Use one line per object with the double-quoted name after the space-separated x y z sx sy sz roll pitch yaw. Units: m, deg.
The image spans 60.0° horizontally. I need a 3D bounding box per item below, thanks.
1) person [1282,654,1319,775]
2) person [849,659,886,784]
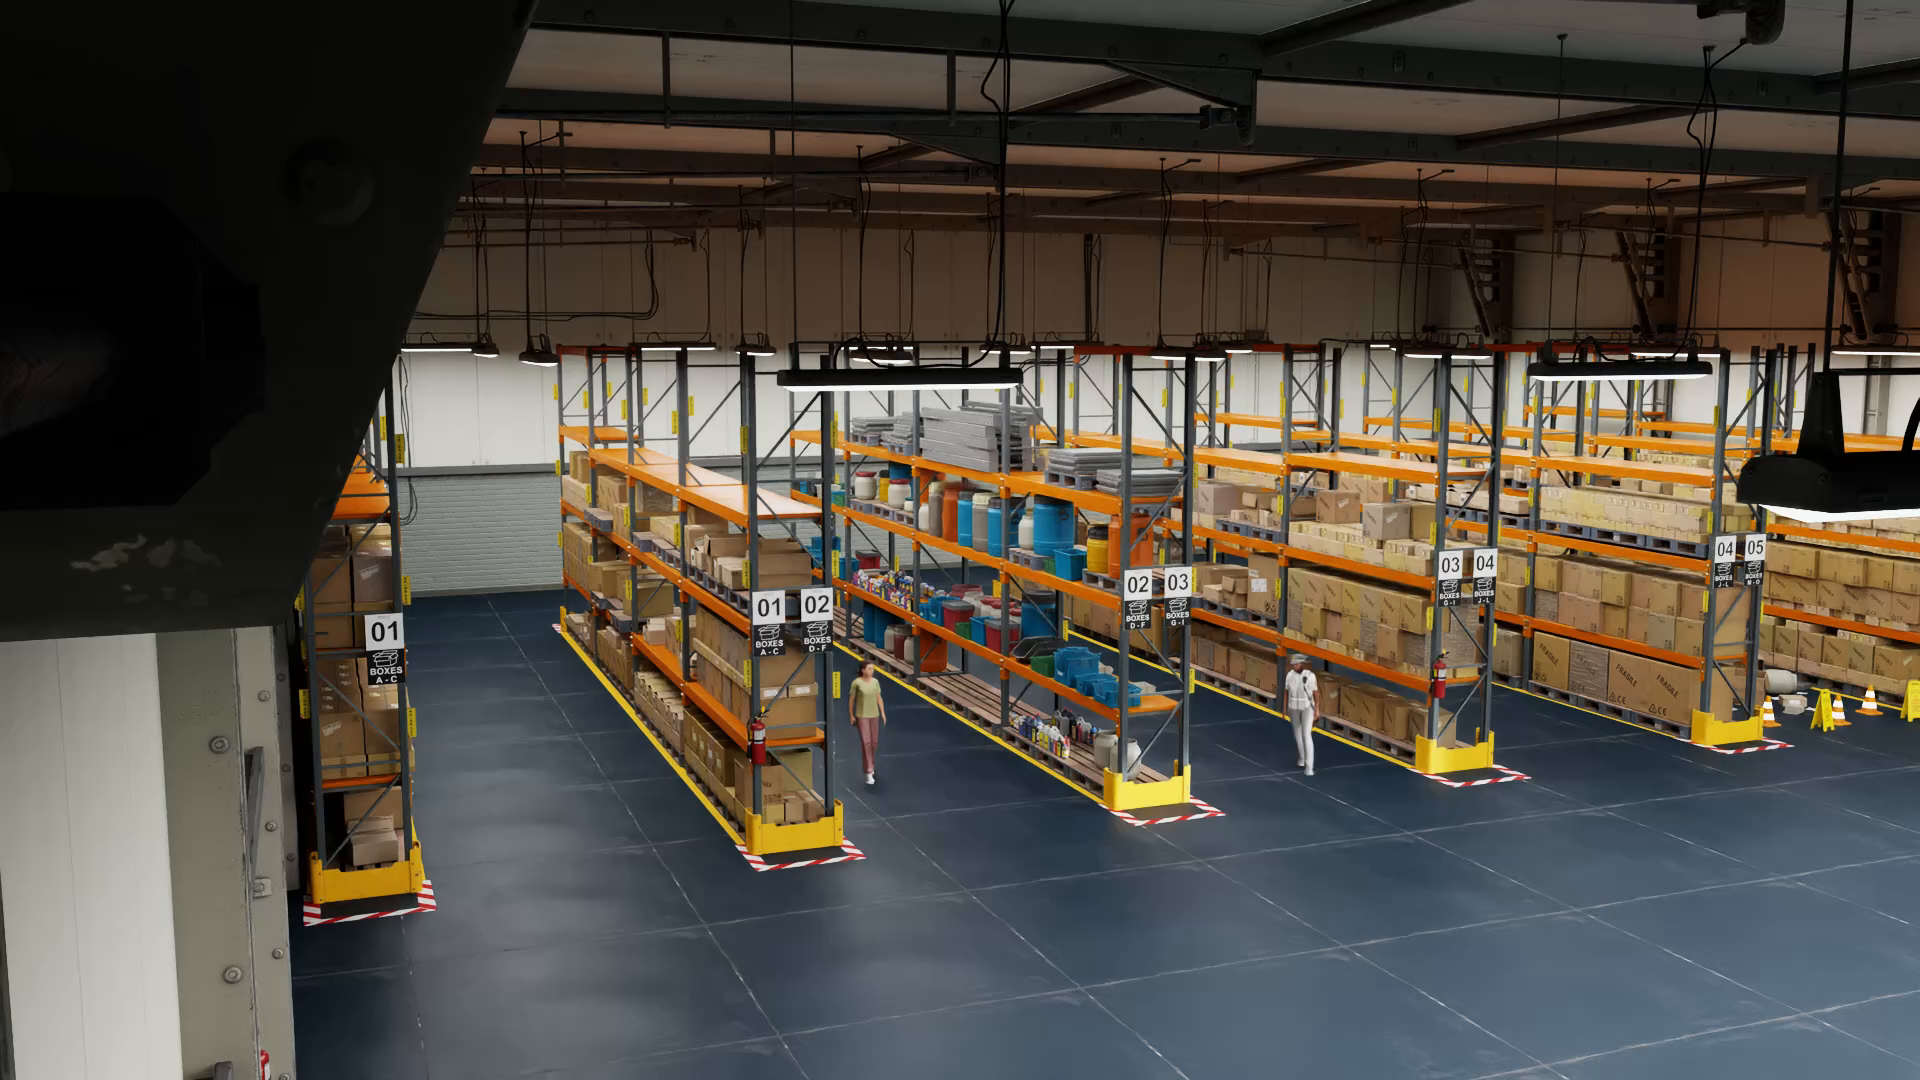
4.919 2.475 23.958 0.574 1.670 0.648 5 9 34 "person"
-1.256 2.546 23.462 0.468 1.692 0.675 -4 8 -29 "person"
